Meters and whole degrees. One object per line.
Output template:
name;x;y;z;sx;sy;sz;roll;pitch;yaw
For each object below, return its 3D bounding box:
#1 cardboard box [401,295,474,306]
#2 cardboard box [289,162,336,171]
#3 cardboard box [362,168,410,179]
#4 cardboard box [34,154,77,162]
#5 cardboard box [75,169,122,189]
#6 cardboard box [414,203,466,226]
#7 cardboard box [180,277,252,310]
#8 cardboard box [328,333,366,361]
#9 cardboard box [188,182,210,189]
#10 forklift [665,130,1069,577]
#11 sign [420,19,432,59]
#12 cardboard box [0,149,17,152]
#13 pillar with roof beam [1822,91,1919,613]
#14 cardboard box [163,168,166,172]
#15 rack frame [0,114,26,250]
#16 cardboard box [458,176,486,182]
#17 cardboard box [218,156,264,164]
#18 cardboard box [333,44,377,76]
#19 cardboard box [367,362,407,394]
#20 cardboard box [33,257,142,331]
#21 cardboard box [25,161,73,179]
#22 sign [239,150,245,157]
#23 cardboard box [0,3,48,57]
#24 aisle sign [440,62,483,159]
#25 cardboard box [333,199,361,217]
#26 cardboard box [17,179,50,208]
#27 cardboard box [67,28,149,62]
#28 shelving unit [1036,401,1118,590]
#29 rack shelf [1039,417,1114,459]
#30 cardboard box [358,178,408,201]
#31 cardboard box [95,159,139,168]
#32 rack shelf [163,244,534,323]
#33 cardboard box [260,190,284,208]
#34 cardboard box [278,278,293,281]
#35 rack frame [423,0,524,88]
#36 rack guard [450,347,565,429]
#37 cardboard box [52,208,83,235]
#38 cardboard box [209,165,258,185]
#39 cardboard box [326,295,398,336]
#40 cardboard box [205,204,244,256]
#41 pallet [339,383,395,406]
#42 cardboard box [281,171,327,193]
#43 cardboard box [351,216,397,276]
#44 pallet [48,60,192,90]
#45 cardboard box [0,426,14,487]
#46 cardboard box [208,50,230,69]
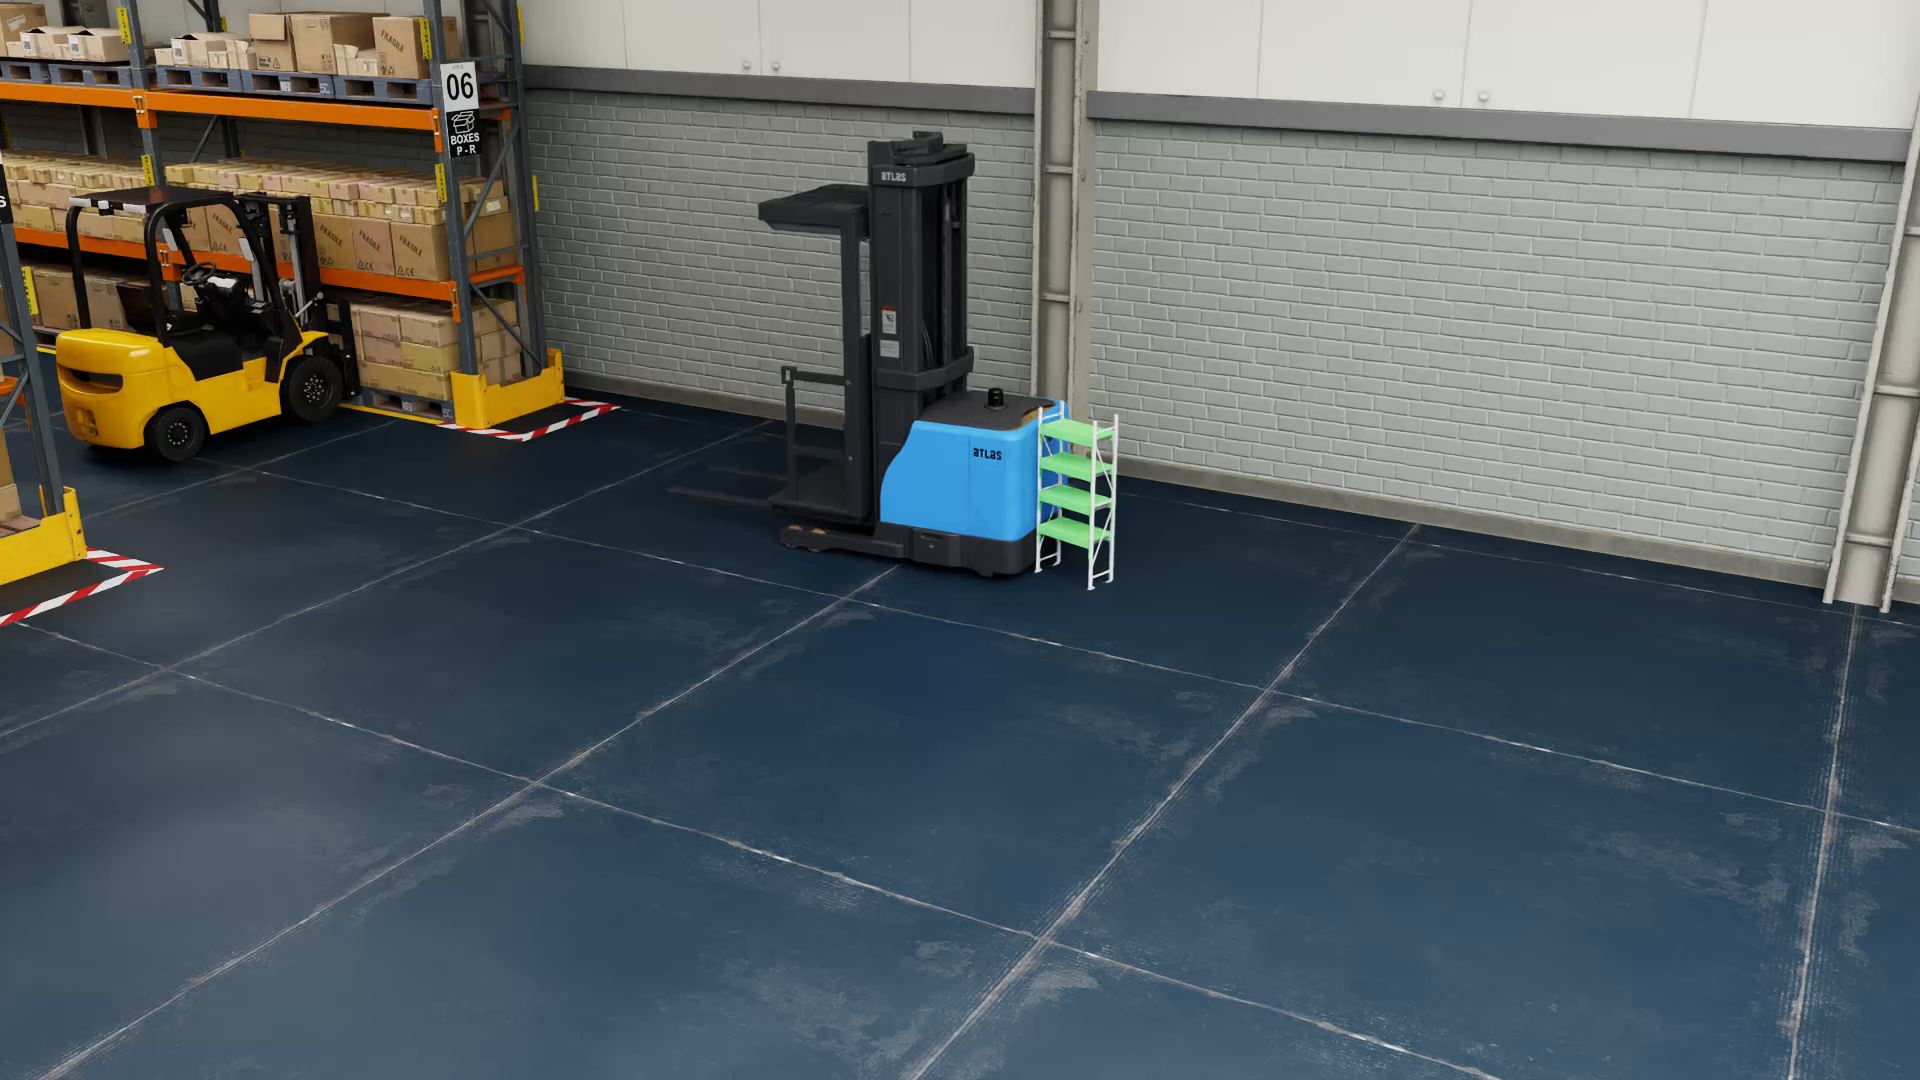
cardboard box;-5.010;-2.209;16.007;0.500;0.250;0.500;11;23;27
cardboard box;-6.409;-3.644;16.477;0.250;0.149;0.380;10;22;26
cardboard box;-5.515;-3.475;16.013;0.250;0.149;0.380;10;22;26
cardboard box;-9.928;-4.146;18.299;0.250;0.149;0.380;11;22;27
cardboard box;-8.860;-3.722;17.129;0.250;0.149;0.380;10;22;26
cardboard box;-4.684;-2.942;14.979;0.250;0.149;0.380;11;23;28
cardboard box;-7.467;-2.482;16.759;0.500;0.250;0.500;10;22;26
cardboard box;-5.716;-1.910;15.915;0.500;0.250;0.500;10;22;26
cardboard box;-7.360;-3.459;16.405;0.250;0.149;0.380;11;23;29
forklift;-0.760;-1.441;12.040;3.031;2.935;1.130;9;22;23
sign;-4.521;-4.246;14.090;0.005;0.325;0.100;11;23;27
cardboard box;-10.846;-4.305;18.735;0.250;0.149;0.380;12;23;29
pillar with roof beam;3.964;-2.543;6.179;0.400;9.000;9.100;11;23;27
cardboard box;-8.148;-3.816;17.388;0.250;0.149;0.380;10;22;26
rack frame;-11.229;-3.946;18.846;0.127;3.000;1.000;11;23;27
cardboard box;-4.635;-3.290;15.502;0.250;0.149;0.380;12;23;29
cardboard box;-7.311;-3.810;16.935;0.250;0.149;0.380;11;23;27
cardboard box;-5.338;-4.297;14.848;0.258;0.266;0.396;11;23;27
cardboard box;-5.238;-1.590;15.767;0.500;0.250;0.500;11;23;27
cardboard box;-9.529;-2.702;18.280;0.625;0.625;0.875;10;22;25
cardboard box;-9.688;-3.932;17.707;0.250;0.149;0.380;11;23;27
sign;-7.467;-3.891;17.307;0.005;0.325;0.100;11;23;27
cardboard box;-9.827;-5.286;17.230;0.500;0.500;0.500;11;23;29
aisle sign;-4.331;-3.740;14.464;0.004;0.787;0.394;11;23;27
cardboard box;-5.585;-3.112;15.448;0.250;0.149;0.380;10;22;26
cardboard box;-9.618;-3.711;17.683;0.500;0.250;0.500;11;23;28
cardboard box;-8.487;-4.942;16.559;0.500;0.311;0.500;10;22;26
shelving unit;0.800;-0.308;11.455;0.503;1.200;0.258;19;27;42
rack shelf;0.800;-0.699;11.313;0.480;0.148;0.258;19;27;42
cardboard box;-5.313;-3.235;15.351;0.250;0.149;0.380;11;23;28
cardboard box;-9.026;-3.983;17.849;0.250;0.149;0.380;11;22;27
rack shelf;-5.991;-2.610;16.218;4.000;0.370;1.077;11;23;27
cardboard box;-6.483;-3.280;15.912;0.250;0.149;0.380;10;22;26
cardboard box;-6.763;-2.552;16.952;0.500;0.250;0.500;10;22;27
rack frame;-4.245;-5.436;14.155;0.127;3.000;1.000;11;23;27
rack guard;-4.224;-1.437;15.593;0.348;0.500;1.175;11;23;27
cardboard box;-9.164;-3.390;17.533;0.500;0.250;0.500;11;23;28
cardboard box;-7.104;-3.575;16.289;0.250;0.149;0.380;10;22;26
cardboard box;-5.693;-2.139;15.812;0.500;0.250;0.500;11;23;28
cardboard box;-7.014;-3.095;16.352;0.500;0.500;0.500;11;23;28
pallet;-5.994;-1.623;16.530;1.213;0.211;1.003;11;23;27
cardboard box;-6.214;-3.405;15.819;0.250;0.149;0.380;11;23;28
cardboard box;-5.251;-2.756;15.417;0.500;0.500;0.500;12;23;29
pallet;-8.513;-4.744;16.927;1.217;0.209;0.805;10;22;25
cardboard box;-7.253;-0.615;11.979;0.500;0.500;0.500;10;22;26
cardboard box;-6.822;-4.525;15.647;0.250;0.149;0.380;12;23;29
